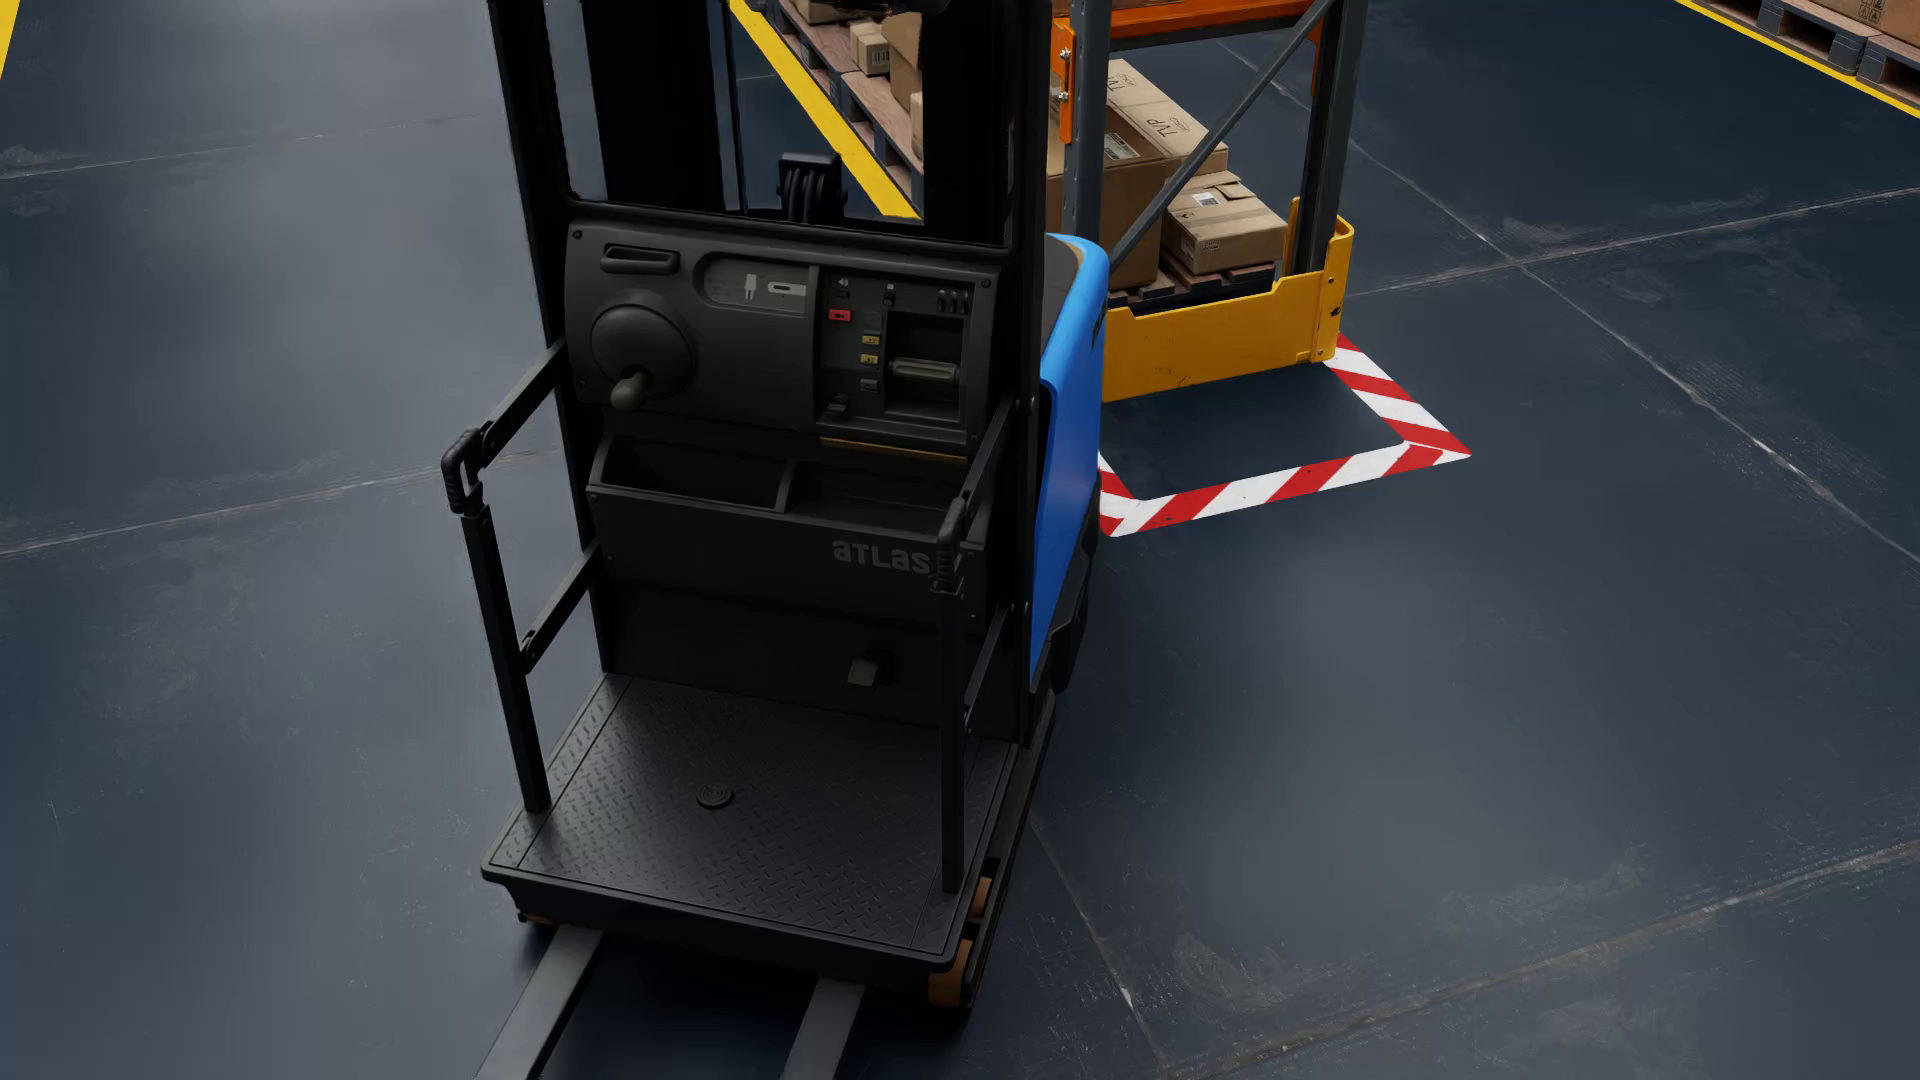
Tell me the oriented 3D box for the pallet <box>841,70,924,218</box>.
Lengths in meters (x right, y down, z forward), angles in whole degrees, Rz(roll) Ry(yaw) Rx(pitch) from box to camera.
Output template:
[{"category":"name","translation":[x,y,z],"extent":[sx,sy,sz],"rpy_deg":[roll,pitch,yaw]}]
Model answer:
[{"category":"pallet","translation":[0.111,-1.873,7.562],"extent":[1.003,0.211,1.213],"rpy_deg":[-12,39,-16]}]

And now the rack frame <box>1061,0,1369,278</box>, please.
[{"category":"rack frame","translation":[0.829,-1.806,5.154],"extent":[1.000,3.000,0.127],"rpy_deg":[-12,39,-16]}]

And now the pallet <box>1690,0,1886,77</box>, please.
[{"category":"pallet","translation":[4.714,-2.843,8.849],"extent":[1.003,0.211,1.213],"rpy_deg":[-12,39,-16]}]

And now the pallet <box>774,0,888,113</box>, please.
[{"category":"pallet","translation":[-0.312,-2.563,8.478],"extent":[1.003,0.211,1.213],"rpy_deg":[-12,39,-16]}]

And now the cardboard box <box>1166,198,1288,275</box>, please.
[{"category":"cardboard box","translation":[1.007,-1.151,6.288],"extent":[0.380,0.149,0.250],"rpy_deg":[-12,39,-16]}]

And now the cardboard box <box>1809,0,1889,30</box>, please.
[{"category":"cardboard box","translation":[4.798,-2.944,8.394],"extent":[0.700,0.500,0.500],"rpy_deg":[-14,39,-17]}]

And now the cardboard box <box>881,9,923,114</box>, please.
[{"category":"cardboard box","translation":[0.104,-2.184,7.365],"extent":[0.797,0.503,0.637],"rpy_deg":[-12,39,-16]}]

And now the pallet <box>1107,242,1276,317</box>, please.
[{"category":"pallet","translation":[0.527,-1.185,6.648],"extent":[1.003,0.211,1.213],"rpy_deg":[-12,39,-16]}]

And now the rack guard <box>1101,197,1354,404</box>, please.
[{"category":"rack guard","translation":[0.803,-0.850,5.963],"extent":[1.175,0.500,0.348],"rpy_deg":[-12,39,-16]}]

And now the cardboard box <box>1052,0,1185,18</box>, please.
[{"category":"cardboard box","translation":[0.419,-2.042,5.385],"extent":[0.500,0.500,0.500],"rpy_deg":[-11,38,-15]}]

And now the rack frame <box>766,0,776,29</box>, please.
[{"category":"rack frame","translation":[-0.548,-4.066,8.154],"extent":[1.000,3.000,0.127],"rpy_deg":[-12,39,-16]}]

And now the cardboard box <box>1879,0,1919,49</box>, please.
[{"category":"cardboard box","translation":[4.972,-2.660,8.017],"extent":[0.700,0.500,0.500],"rpy_deg":[-13,39,-16]}]

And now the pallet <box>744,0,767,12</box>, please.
[{"category":"pallet","translation":[-0.863,-3.403,9.593],"extent":[1.003,0.211,1.213],"rpy_deg":[-12,39,-16]}]

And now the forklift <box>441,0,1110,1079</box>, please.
[{"category":"forklift","translation":[-0.431,-0.354,3.284],"extent":[1.130,2.935,3.031],"rpy_deg":[9,38,11]}]

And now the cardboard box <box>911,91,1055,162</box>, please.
[{"category":"cardboard box","translation":[0.112,-1.682,6.910],"extent":[0.500,0.250,0.500],"rpy_deg":[-12,39,-16]}]

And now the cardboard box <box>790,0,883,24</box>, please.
[{"category":"cardboard box","translation":[-0.606,-2.885,8.457],"extent":[0.500,0.311,0.500],"rpy_deg":[-12,39,-16]}]

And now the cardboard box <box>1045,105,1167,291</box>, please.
[{"category":"cardboard box","translation":[0.410,-1.239,6.114],"extent":[0.500,0.500,0.500],"rpy_deg":[-12,39,-16]}]

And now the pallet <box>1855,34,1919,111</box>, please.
[{"category":"pallet","translation":[5.130,-2.155,7.936],"extent":[1.003,0.211,1.213],"rpy_deg":[-12,39,-16]}]

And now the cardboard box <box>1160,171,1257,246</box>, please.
[{"category":"cardboard box","translation":[0.921,-1.299,6.470],"extent":[0.380,0.166,0.250],"rpy_deg":[-12,39,-16]}]

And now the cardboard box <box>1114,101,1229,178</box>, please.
[{"category":"cardboard box","translation":[0.736,-1.532,6.710],"extent":[0.500,0.250,0.500],"rpy_deg":[-12,39,-16]}]

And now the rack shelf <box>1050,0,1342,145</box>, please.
[{"category":"rack shelf","translation":[0.141,-2.648,6.871],"extent":[1.077,0.370,4.000],"rpy_deg":[-12,39,-16]}]

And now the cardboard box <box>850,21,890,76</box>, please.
[{"category":"cardboard box","translation":[-0.299,-2.341,7.854],"extent":[0.380,0.166,0.250],"rpy_deg":[-12,39,-16]}]

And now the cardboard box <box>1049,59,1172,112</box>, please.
[{"category":"cardboard box","translation":[0.564,-1.814,7.085],"extent":[0.500,0.250,0.500],"rpy_deg":[-12,39,-16]}]
